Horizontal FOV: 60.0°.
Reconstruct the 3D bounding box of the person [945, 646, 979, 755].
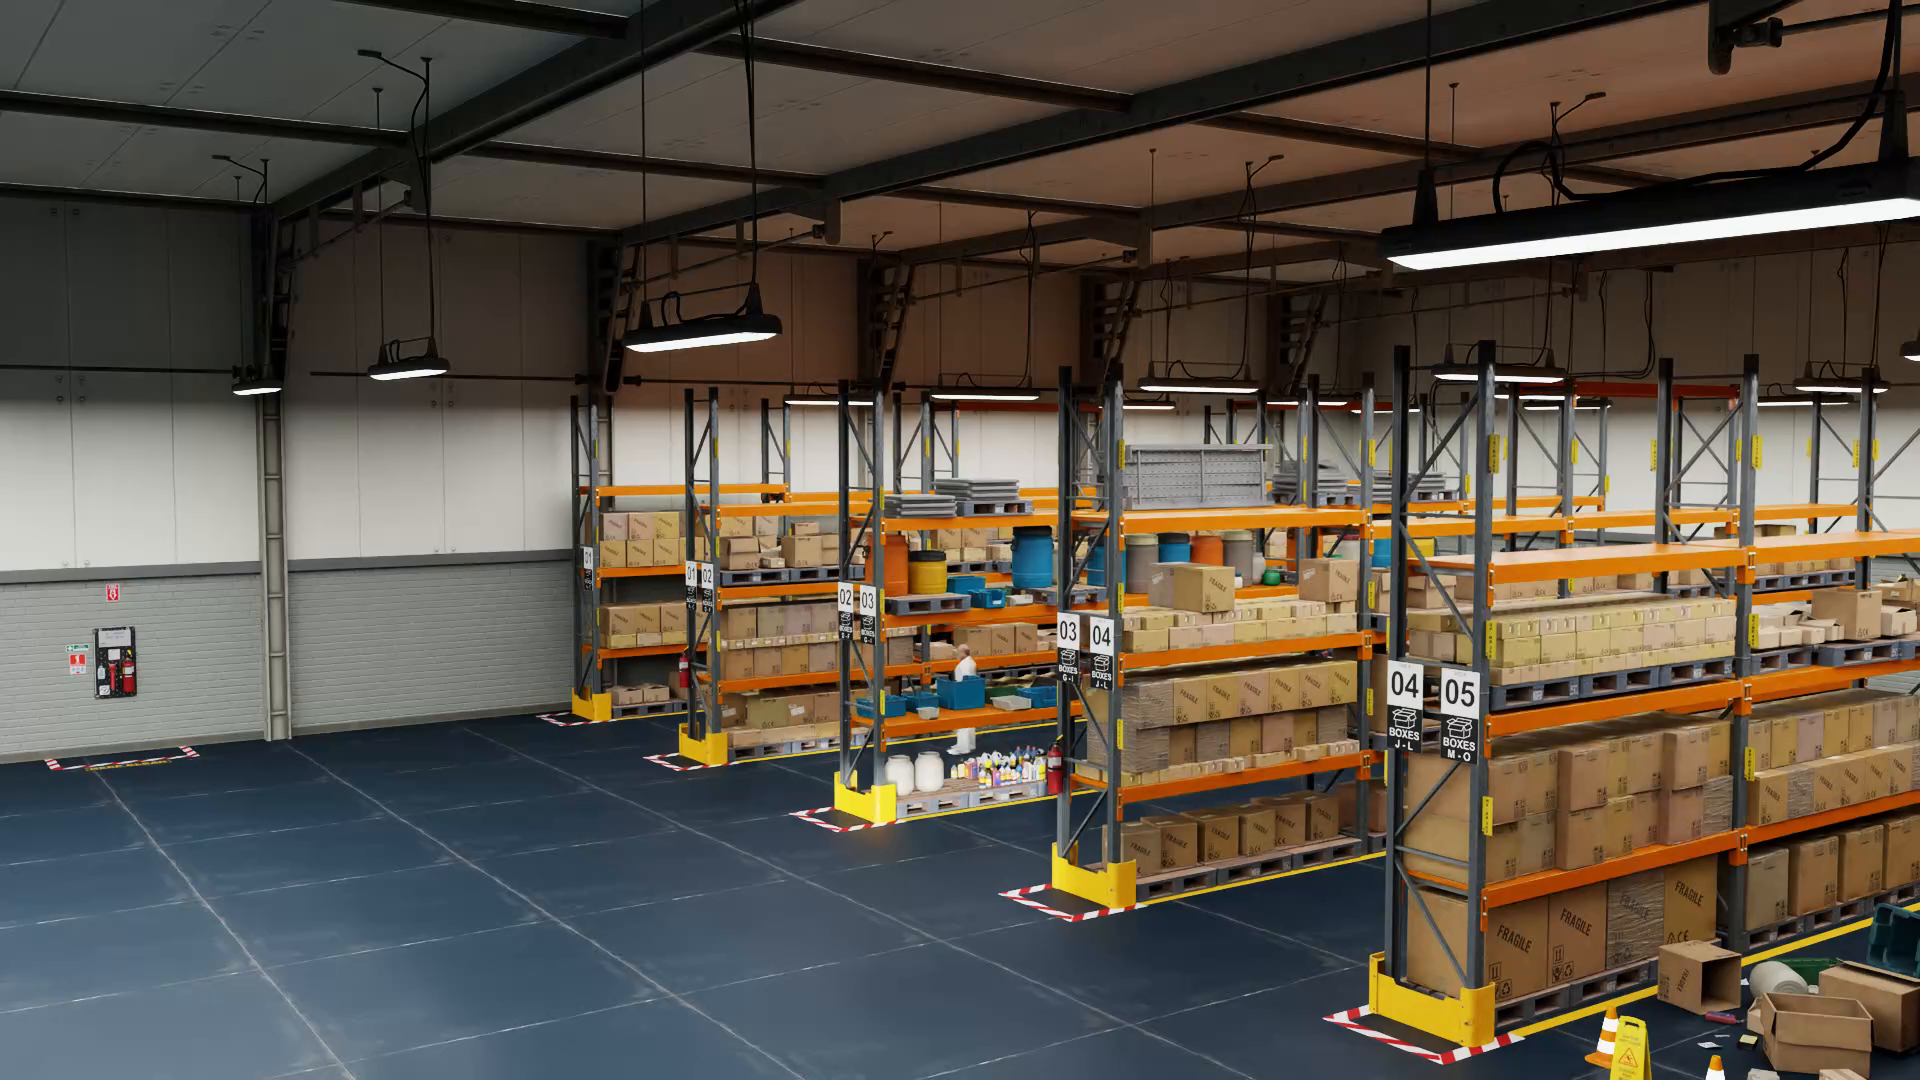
[{"bbox_3d":[0.039,2.634,27.424,0.549,1.778,0.637,0,3,2],"label":"person"}]
